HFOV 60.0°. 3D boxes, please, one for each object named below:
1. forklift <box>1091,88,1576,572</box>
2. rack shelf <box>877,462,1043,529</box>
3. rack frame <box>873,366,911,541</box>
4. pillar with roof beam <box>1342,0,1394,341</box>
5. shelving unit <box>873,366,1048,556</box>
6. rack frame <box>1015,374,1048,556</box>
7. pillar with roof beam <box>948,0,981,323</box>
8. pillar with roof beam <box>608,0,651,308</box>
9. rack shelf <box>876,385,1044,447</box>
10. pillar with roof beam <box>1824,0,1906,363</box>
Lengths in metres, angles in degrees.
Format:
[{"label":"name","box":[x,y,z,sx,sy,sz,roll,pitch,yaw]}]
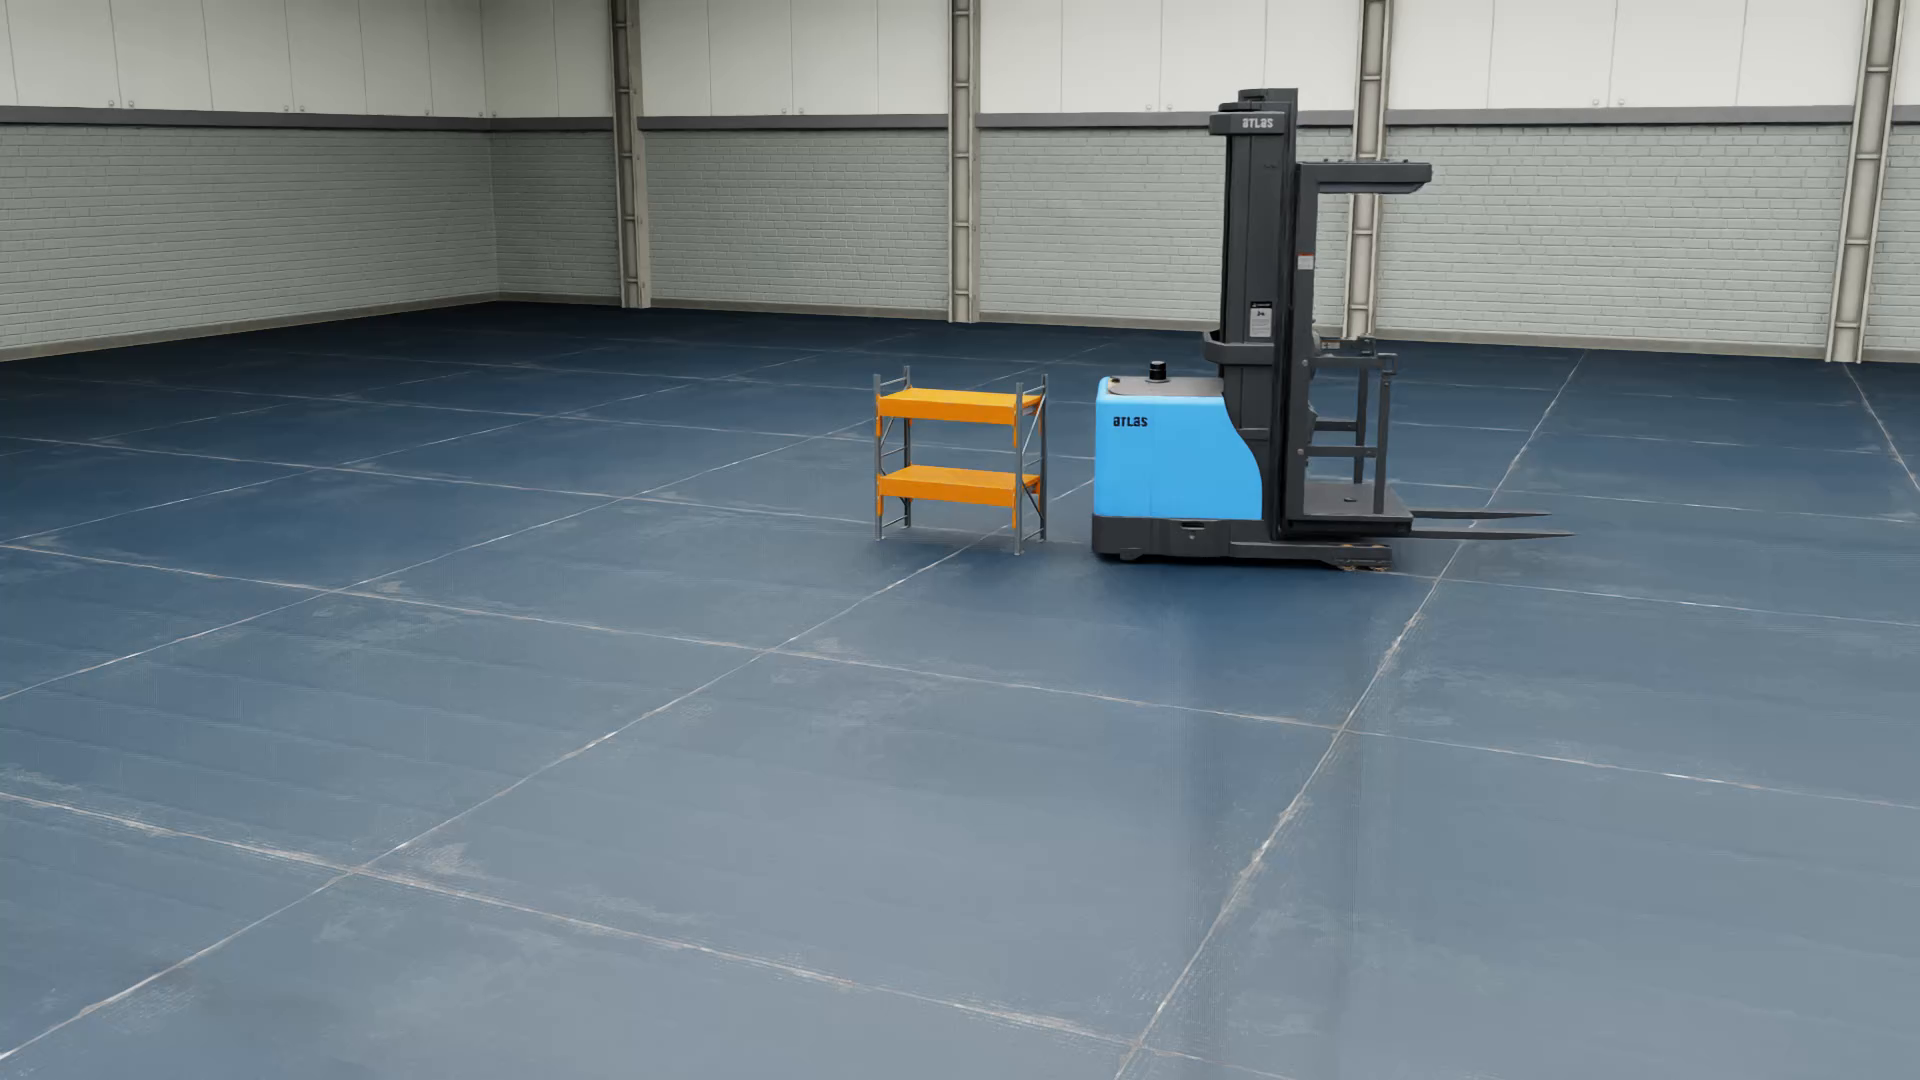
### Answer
[{"label":"forklift","box":[2.394,-1.357,10.621,3.031,2.935,1.130,1,13,6]},{"label":"rack shelf","box":[0.006,-0.309,11.180,1.000,0.278,0.538,6,14,23]},{"label":"rack frame","box":[-0.459,-0.594,11.324,0.032,1.125,0.500,6,14,23]},{"label":"pillar with roof beam","box":[3.806,-6.276,18.303,0.400,9.000,9.100,6,14,23]},{"label":"shelving unit","box":[0.006,-0.547,11.124,1.048,1.125,0.538,6,14,23]},{"label":"rack frame","box":[0.471,-0.500,10.923,0.032,1.125,0.500,6,14,23]},{"label":"pillar with roof beam","box":[-1.680,-6.831,20.669,0.400,9.000,9.100,6,14,23]},{"label":"pillar with roof beam","box":[-7.165,-7.386,23.035,0.400,9.000,9.100,6,14,23]},{"label":"rack shelf","box":[0.006,-0.832,11.057,1.000,0.278,0.538,6,14,23]},{"label":"pillar with roof beam","box":[9.292,-5.721,15.937,0.400,9.000,9.100,6,14,23]}]
